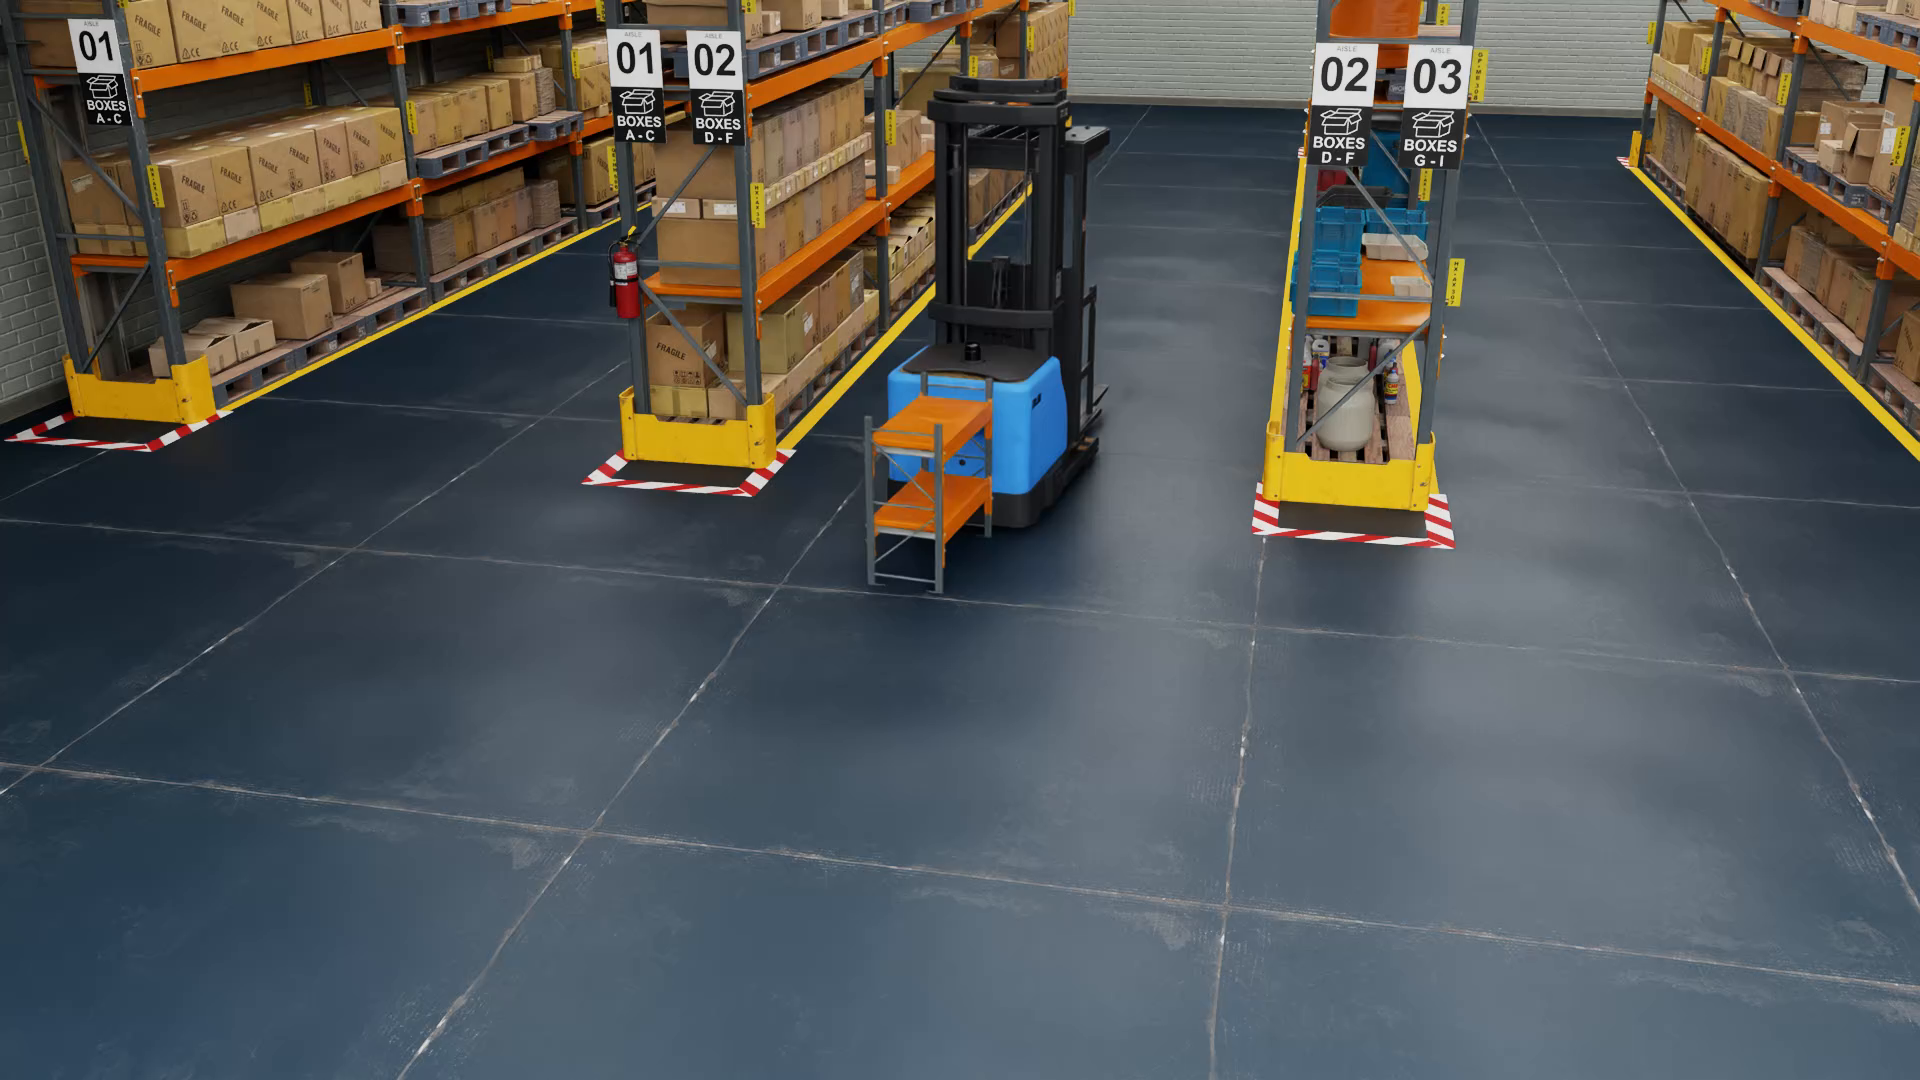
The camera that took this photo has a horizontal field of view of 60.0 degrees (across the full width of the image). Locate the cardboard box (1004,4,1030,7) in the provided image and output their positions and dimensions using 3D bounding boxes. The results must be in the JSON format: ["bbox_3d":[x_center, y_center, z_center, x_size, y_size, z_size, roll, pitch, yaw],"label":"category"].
[{"bbox_3d":[0.799,-8.075,25.917,0.500,0.500,0.500,5,22,11],"label":"cardboard box"}]

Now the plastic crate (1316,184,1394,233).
[{"bbox_3d":[3.415,-2.921,14.674,0.767,0.338,0.504,4,22,11],"label":"plastic crate"}]

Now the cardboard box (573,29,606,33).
[{"bbox_3d":[-4.966,-6.830,22.735,0.500,0.250,0.500,4,22,9],"label":"cardboard box"}]

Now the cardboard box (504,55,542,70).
[{"bbox_3d":[-5.277,-5.773,20.081,0.380,0.149,0.250,2,22,4],"label":"cardboard box"}]

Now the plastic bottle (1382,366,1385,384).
[{"bbox_3d":[3.616,-1.412,14.002,0.097,0.201,0.097,0,22,0],"label":"plastic bottle"}]

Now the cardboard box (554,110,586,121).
[{"bbox_3d":[-4.942,-5.345,20.920,0.380,0.149,0.250,4,22,10],"label":"cardboard box"}]

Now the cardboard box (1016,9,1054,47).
[{"bbox_3d":[1.117,-7.663,24.893,0.500,0.500,0.500,5,23,13],"label":"cardboard box"}]

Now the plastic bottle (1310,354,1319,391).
[{"bbox_3d":[2.959,-1.400,13.862,0.061,0.283,0.133,4,22,11],"label":"plastic bottle"}]

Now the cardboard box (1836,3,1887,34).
[{"bbox_3d":[8.766,-5.010,15.963,0.500,0.250,0.500,5,22,12],"label":"cardboard box"}]

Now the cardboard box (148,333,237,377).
[{"bbox_3d":[-6.639,-1.627,14.388,0.500,0.311,0.500,2,22,5],"label":"cardboard box"}]

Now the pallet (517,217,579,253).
[{"bbox_3d":[-5.397,-3.771,20.433,1.003,0.211,1.213,4,22,11],"label":"pallet"}]

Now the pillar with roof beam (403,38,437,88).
[{"bbox_3d":[-2.134,-7.395,17.669,9.100,9.000,0.400,4,22,11],"label":"pillar with roof beam"}]

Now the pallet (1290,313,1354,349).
[{"bbox_3d":[3.769,-2.128,16.356,1.003,0.211,1.213,4,22,11],"label":"pallet"}]

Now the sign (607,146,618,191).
[{"bbox_3d":[-2.546,-2.741,12.278,0.100,0.325,0.005,4,22,11],"label":"sign"}]

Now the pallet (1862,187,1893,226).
[{"bbox_3d":[8.794,-2.933,14.879,1.003,0.211,1.213,4,22,11],"label":"pallet"}]

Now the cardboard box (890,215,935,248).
[{"bbox_3d":[-0.561,-3.385,18.110,0.500,0.311,0.500,5,22,12],"label":"cardboard box"}]

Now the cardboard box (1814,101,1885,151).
[{"bbox_3d":[9.240,-4.258,17.214,0.500,0.500,0.500,2,22,4],"label":"cardboard box"}]

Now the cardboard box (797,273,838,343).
[{"bbox_3d":[-1.382,-2.042,14.524,0.500,0.500,0.500,4,22,11],"label":"cardboard box"}]

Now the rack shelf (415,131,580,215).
[{"bbox_3d":[-5.644,-4.285,18.940,1.077,0.370,4.000,4,22,11],"label":"rack shelf"}]

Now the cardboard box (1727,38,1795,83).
[{"bbox_3d":[10.005,-5.957,20.654,0.797,0.503,0.637,4,22,10],"label":"cardboard box"}]

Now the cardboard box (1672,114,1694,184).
[{"bbox_3d":[10.524,-5.453,23.161,0.875,0.875,0.875,4,22,11],"label":"cardboard box"}]

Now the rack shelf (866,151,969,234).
[{"bbox_3d":[-0.794,-3.908,18.006,1.077,0.370,4.000,4,22,11],"label":"rack shelf"}]

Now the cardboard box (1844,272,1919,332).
[{"bbox_3d":[8.757,-2.195,15.544,0.700,0.500,0.500,4,22,11],"label":"cardboard box"}]

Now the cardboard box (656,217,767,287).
[{"bbox_3d":[-1.910,-2.264,12.826,0.700,0.500,0.500,4,22,11],"label":"cardboard box"}]

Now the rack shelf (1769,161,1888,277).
[{"bbox_3d":[8.903,-3.152,16.127,1.077,0.370,4.000,4,22,11],"label":"rack shelf"}]

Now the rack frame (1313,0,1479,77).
[{"bbox_3d":[2.830,-4.452,10.361,1.000,3.000,0.127,4,22,11],"label":"rack frame"}]

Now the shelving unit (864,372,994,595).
[{"bbox_3d":[-0.186,-0.389,10.814,0.538,1.125,1.048,7,23,17],"label":"shelving unit"}]

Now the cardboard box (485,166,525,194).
[{"bbox_3d":[-5.509,-4.271,19.697,0.500,0.250,0.500,5,22,12],"label":"cardboard box"}]

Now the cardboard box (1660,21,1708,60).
[{"bbox_3d":[10.480,-7.221,24.067,0.500,0.500,0.500,4,22,10],"label":"cardboard box"}]

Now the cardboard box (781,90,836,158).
[{"bbox_3d":[-1.491,-3.628,14.476,0.700,0.500,0.500,4,22,11],"label":"cardboard box"}]

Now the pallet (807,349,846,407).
[{"bbox_3d":[-1.652,-1.482,14.751,1.003,0.211,1.213,4,22,11],"label":"pallet"}]

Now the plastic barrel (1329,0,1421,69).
[{"bbox_3d":[2.805,-3.642,11.228,0.600,0.830,0.708,4,22,11],"label":"plastic barrel"}]

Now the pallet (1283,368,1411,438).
[{"bbox_3d":[3.222,-1.148,13.922,1.003,0.211,1.213,4,22,11],"label":"pallet"}]

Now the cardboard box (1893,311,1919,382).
[{"bbox_3d":[8.374,-1.646,14.209,0.500,0.500,0.500,4,22,9],"label":"cardboard box"}]

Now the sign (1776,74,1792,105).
[{"bbox_3d":[8.767,-4.795,17.695,0.100,0.325,0.005,4,22,11],"label":"sign"}]

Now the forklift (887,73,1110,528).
[{"bbox_3d":[0.443,-1.962,12.303,1.130,2.935,3.031,7,23,17],"label":"forklift"}]

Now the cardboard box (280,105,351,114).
[{"bbox_3d":[-6.352,-4.018,16.486,0.500,0.500,0.500,4,22,10],"label":"cardboard box"}]

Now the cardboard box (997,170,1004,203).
[{"bbox_3d":[0.297,-4.729,21.837,0.500,0.500,0.500,4,22,9],"label":"cardboard box"}]

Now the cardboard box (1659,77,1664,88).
[{"bbox_3d":[10.393,-6.638,24.158,0.380,0.149,0.250,4,22,10],"label":"cardboard box"}]

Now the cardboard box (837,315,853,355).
[{"bbox_3d":[-1.282,-1.878,15.119,0.500,0.250,0.500,4,22,11],"label":"cardboard box"}]

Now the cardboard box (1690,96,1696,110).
[{"bbox_3d":[9.922,-5.794,22.061,0.380,0.149,0.250,5,22,12],"label":"cardboard box"}]

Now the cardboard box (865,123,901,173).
[{"bbox_3d":[-0.922,-4.029,17.209,0.500,0.500,0.500,6,23,15],"label":"cardboard box"}]

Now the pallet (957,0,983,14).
[{"bbox_3d":[-0.437,-6.022,18.529,1.213,0.211,1.003,6,23,13],"label":"pallet"}]

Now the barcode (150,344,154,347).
[{"bbox_3d":[-7.027,-1.668,14.479,0.001,0.075,0.075,4,22,11],"label":"barcode"}]

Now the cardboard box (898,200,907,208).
[{"bbox_3d":[-0.879,-3.791,19.119,0.500,0.311,0.500,4,22,10],"label":"cardboard box"}]

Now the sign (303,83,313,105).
[{"bbox_3d":[-6.596,-4.465,16.875,0.100,0.325,0.005,4,22,11],"label":"sign"}]

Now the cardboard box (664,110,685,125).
[{"bbox_3d":[-4.425,-5.763,23.962,0.750,0.750,0.750,5,22,12],"label":"cardboard box"}]

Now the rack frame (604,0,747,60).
[{"bbox_3d":[-2.018,-4.830,11.302,1.000,3.000,0.127,4,22,11],"label":"rack frame"}]

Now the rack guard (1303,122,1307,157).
[{"bbox_3d":[6.087,-6.371,26.502,1.175,0.500,0.348,4,22,11],"label":"rack guard"}]

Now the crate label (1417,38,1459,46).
[{"bbox_3d":[3.536,-3.651,12.586,0.502,0.251,0.408,4,22,11],"label":"crate label"}]

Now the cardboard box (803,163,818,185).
[{"bbox_3d":[-1.413,-3.084,13.994,0.380,0.149,0.250,5,22,11],"label":"cardboard box"}]

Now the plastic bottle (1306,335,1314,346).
[{"bbox_3d":[3.044,-1.681,14.575,0.097,0.271,0.097,0,22,0],"label":"plastic bottle"}]

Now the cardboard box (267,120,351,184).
[{"bbox_3d":[-6.055,-3.612,15.476,0.500,0.500,0.500,4,22,9],"label":"cardboard box"}]
